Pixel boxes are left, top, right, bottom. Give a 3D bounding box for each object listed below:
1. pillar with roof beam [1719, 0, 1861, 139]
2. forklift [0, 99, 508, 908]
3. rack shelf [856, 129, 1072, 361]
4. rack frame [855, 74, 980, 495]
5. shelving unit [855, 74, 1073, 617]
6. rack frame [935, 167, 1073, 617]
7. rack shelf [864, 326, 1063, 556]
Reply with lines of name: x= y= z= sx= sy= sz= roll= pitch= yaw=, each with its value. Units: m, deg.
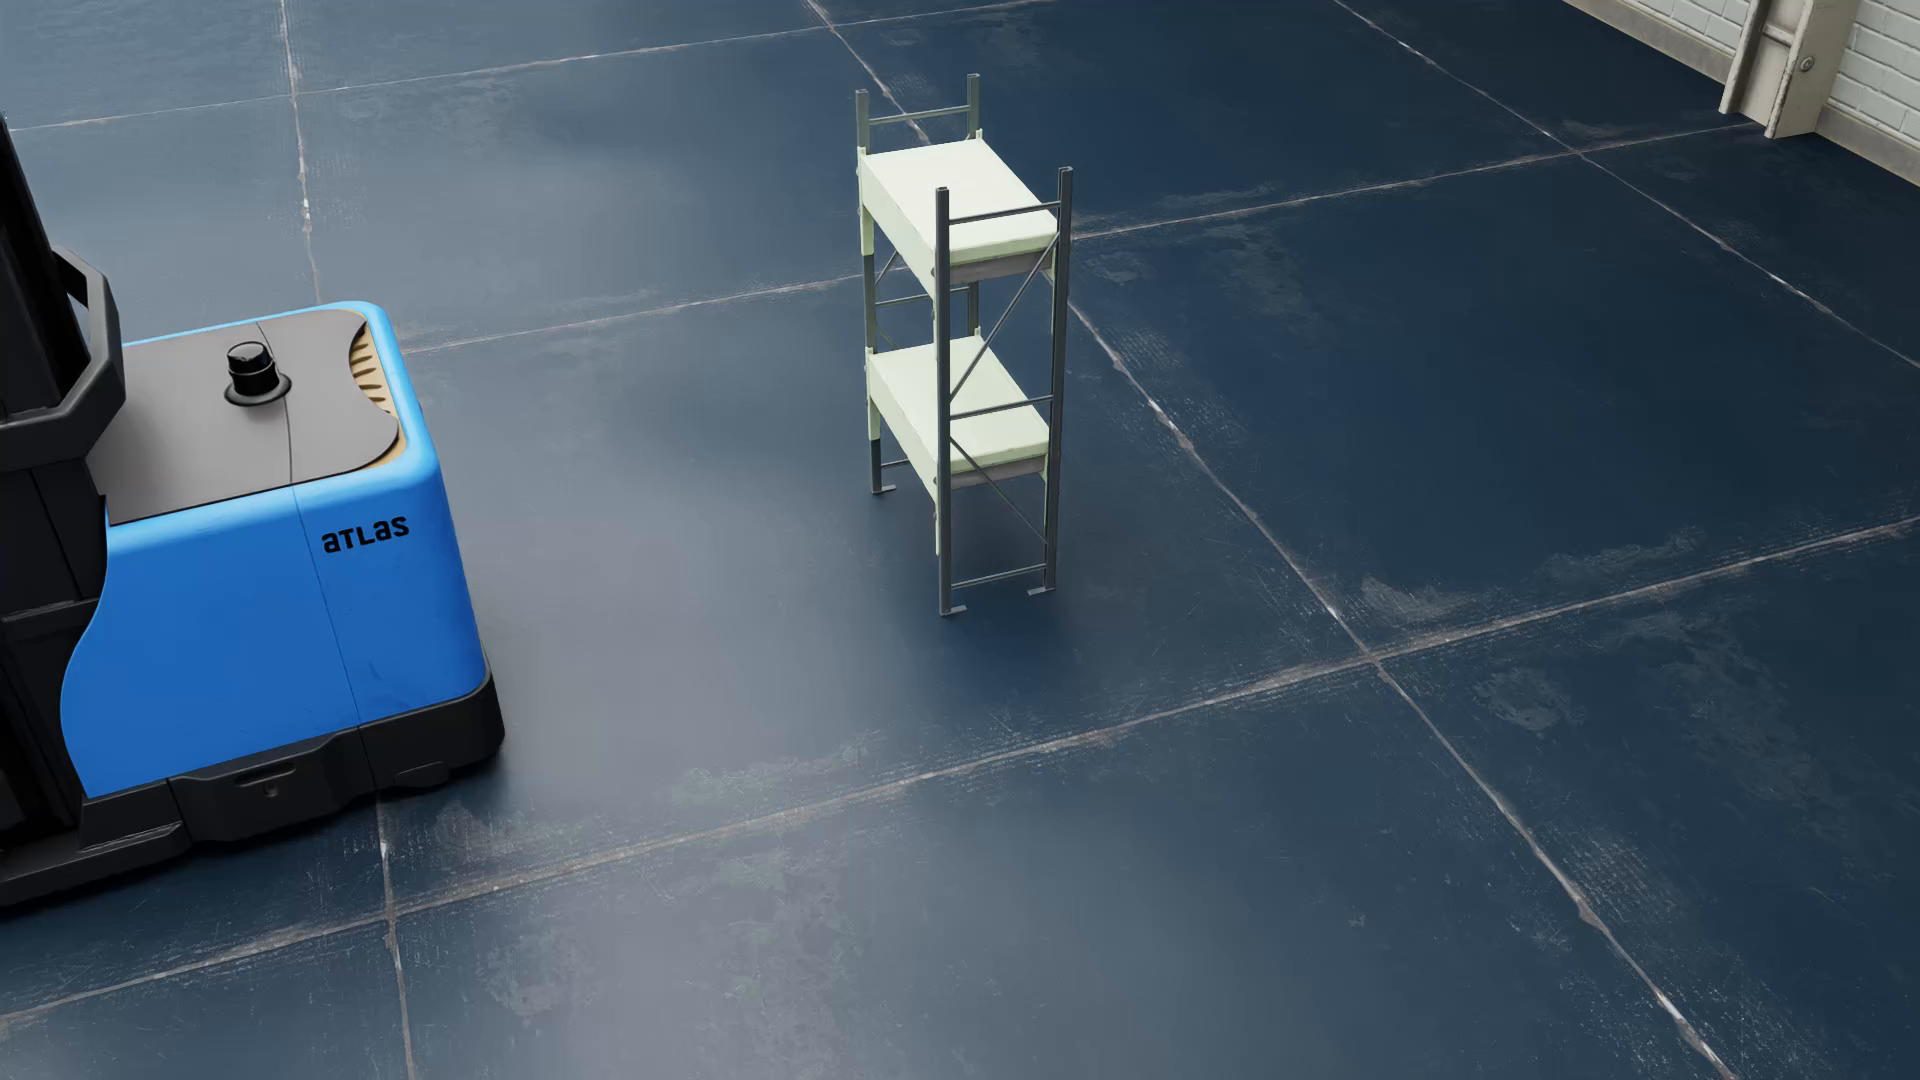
pillar with roof beam: x=0.159 y=-4.886 z=4.758 sx=9.100 sy=9.000 sz=0.400 roll=-12 pitch=39 yaw=-16
forklift: x=-2.887 y=-0.417 z=3.868 sx=3.031 sy=2.935 sz=1.130 roll=-15 pitch=40 yaw=-19
rack shelf: x=-0.002 y=-0.915 z=5.069 sx=0.431 sy=0.370 sz=0.720 roll=-12 pitch=39 yaw=-16
rack frame: x=-0.128 y=-0.810 z=5.578 sx=0.400 sy=1.500 sz=0.023 roll=-12 pitch=39 yaw=-16
shelving unit: x=-0.002 y=-0.603 z=5.304 sx=0.431 sy=1.500 sz=0.755 roll=-12 pitch=39 yaw=-16
rack frame: x=0.124 y=-0.396 z=5.029 sx=0.400 sy=1.500 sz=0.023 roll=-12 pitch=39 yaw=-16
rack shelf: x=-0.002 y=-0.342 z=5.500 sx=0.431 sy=0.370 sz=0.720 roll=-12 pitch=39 yaw=-16
